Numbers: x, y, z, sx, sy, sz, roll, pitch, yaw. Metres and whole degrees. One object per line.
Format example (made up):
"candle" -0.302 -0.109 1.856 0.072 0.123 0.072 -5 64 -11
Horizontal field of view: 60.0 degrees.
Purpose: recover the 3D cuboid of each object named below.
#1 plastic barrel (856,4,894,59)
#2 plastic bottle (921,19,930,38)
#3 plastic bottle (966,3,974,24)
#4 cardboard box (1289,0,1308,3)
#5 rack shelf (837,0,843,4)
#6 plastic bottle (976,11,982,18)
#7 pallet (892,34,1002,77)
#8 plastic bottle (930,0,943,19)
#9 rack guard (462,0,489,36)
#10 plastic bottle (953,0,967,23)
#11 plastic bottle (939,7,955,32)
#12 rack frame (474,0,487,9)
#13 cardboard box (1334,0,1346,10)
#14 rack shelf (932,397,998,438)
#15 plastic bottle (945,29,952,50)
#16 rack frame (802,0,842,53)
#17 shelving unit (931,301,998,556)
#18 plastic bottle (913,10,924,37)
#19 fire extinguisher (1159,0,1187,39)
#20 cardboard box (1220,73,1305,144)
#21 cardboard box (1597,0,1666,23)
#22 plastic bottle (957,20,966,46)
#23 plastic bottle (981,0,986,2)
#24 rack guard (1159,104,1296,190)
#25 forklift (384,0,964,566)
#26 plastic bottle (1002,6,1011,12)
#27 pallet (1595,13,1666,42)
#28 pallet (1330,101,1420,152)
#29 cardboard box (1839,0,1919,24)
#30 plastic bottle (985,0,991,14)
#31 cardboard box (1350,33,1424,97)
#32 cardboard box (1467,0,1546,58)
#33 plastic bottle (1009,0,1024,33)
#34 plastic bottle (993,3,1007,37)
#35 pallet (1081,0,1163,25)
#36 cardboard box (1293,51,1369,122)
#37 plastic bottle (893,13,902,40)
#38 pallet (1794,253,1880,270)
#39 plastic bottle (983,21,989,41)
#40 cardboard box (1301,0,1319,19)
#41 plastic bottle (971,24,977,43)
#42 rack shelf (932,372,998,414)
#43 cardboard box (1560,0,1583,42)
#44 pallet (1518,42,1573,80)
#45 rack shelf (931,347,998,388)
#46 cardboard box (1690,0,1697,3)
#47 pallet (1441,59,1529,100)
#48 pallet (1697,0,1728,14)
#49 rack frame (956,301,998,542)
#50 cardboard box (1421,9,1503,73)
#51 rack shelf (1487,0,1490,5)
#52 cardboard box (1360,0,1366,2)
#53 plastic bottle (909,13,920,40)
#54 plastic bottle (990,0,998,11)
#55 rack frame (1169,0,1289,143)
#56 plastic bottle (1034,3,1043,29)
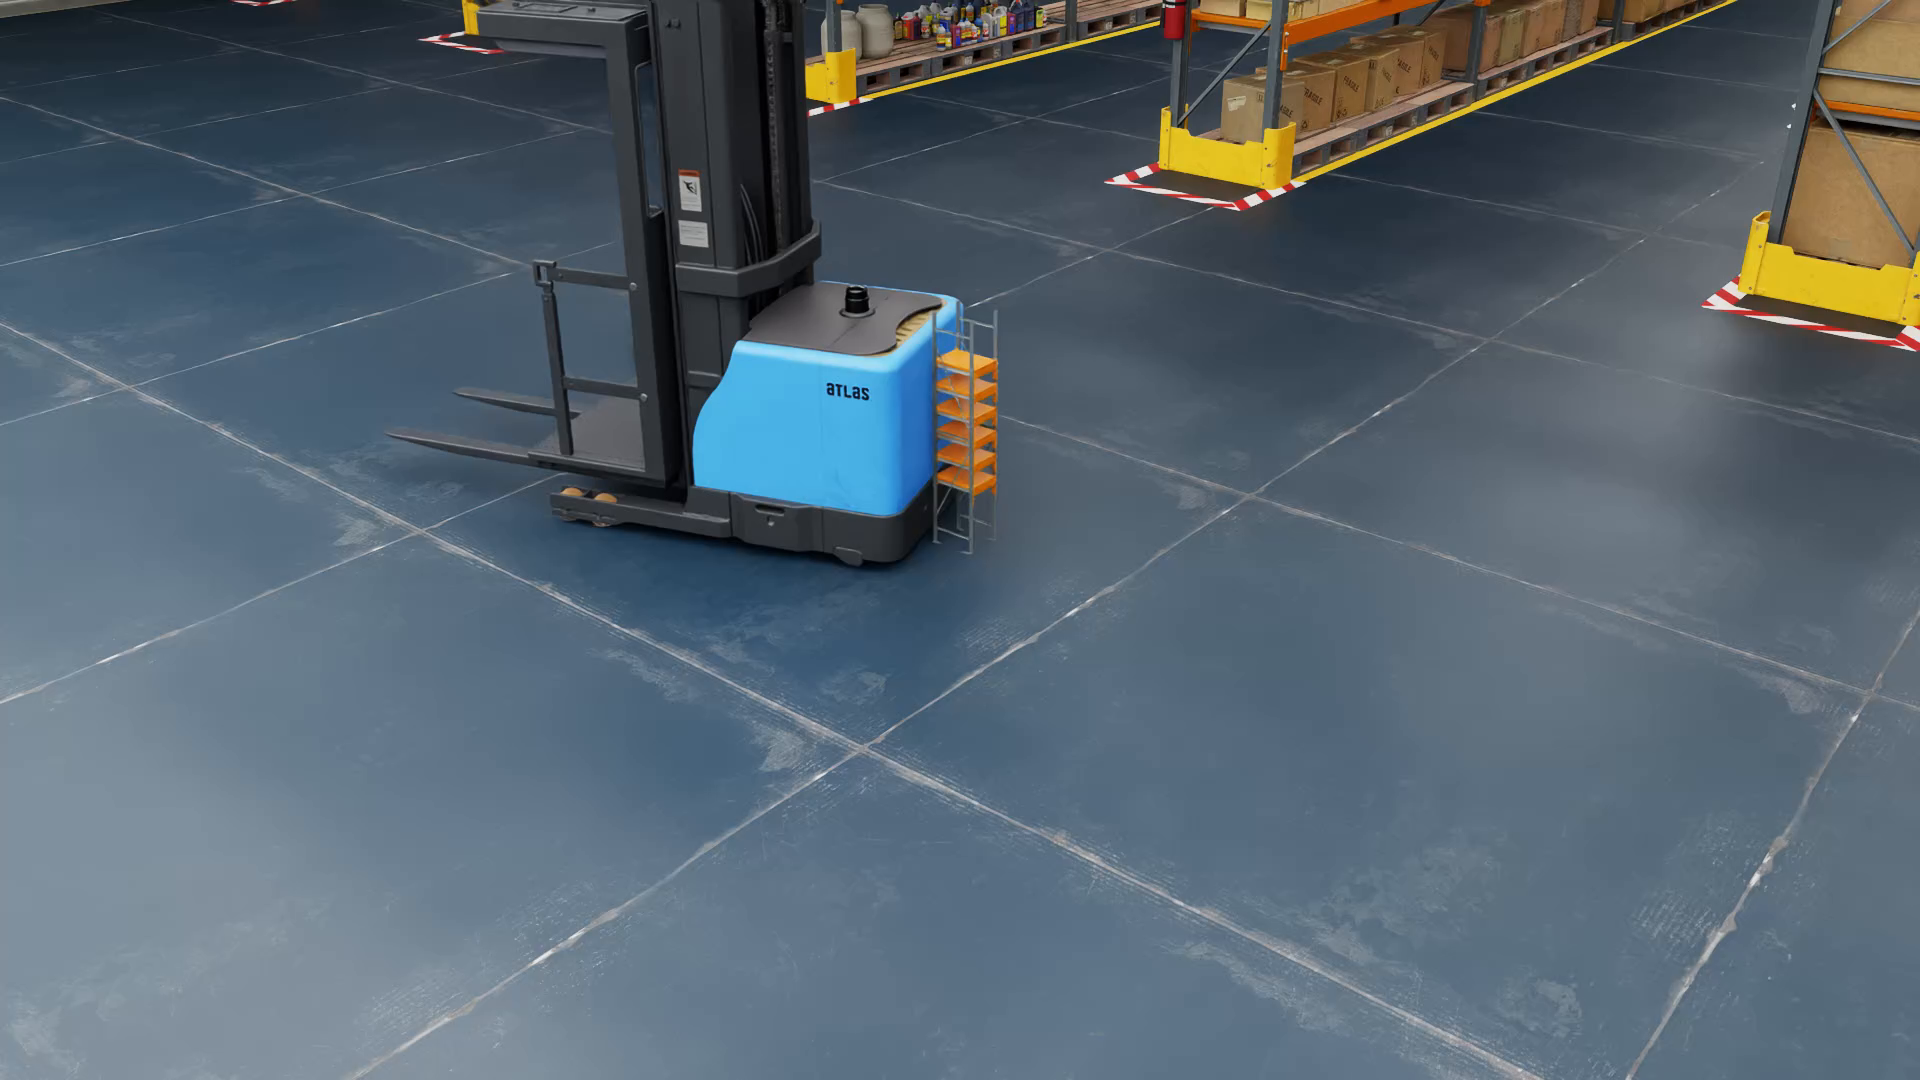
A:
"plastic barrel" -0.920 -5.419 17.710 0.421 0.512 0.421 0 27 0
"plastic bottle" -0.390 -5.736 18.640 0.097 0.201 0.097 0 27 0
"plastic bottle" 0.113 -6.054 19.178 0.097 0.271 0.097 0 27 0
"cardboard box" 2.595 -4.820 13.869 0.875 0.500 0.500 21 34 34
"rack shelf" -0.326 -6.293 17.934 1.077 0.370 4.000 21 34 34
"plastic bottle" 0.242 -5.790 18.656 0.061 0.283 0.133 21 34 34
"pallet" -0.289 -5.423 18.503 1.003 0.211 1.213 21 34 34
"plastic bottle" -0.278 -5.958 18.907 0.144 0.351 0.185 20 34 34
"rack guard" -5.433 -6.234 19.756 1.175 0.500 0.348 21 34 34
"plastic bottle" -0.008 -6.109 19.198 0.144 0.351 0.185 19 33 32
"plastic bottle" -0.148 -5.891 18.858 0.152 0.276 0.135 21 34 34
"rack frame" -5.418 -7.353 19.198 1.000 3.000 0.127 21 34 34
"cardboard box" 3.076 -4.638 14.224 0.380 0.149 0.250 21 34 34
"rack shelf" 0.023 -0.592 7.924 0.258 0.103 0.180 20 33 33
"plastic bottle" -0.139 -5.445 18.077 0.097 0.201 0.097 0 27 0
"rack frame" -1.598 -5.904 16.398 1.000 3.000 0.127 21 34 34
"shelving unit" 0.023 -0.525 7.958 0.258 1.200 0.189 20 33 33
"plastic bottle" -0.499 -5.799 18.681 0.152 0.276 0.135 20 33 33
"fire extinguisher" 1.795 -4.516 13.799 0.296 0.674 0.183 21 34 34
"cardboard box" 2.634 -3.749 14.496 0.500 0.500 0.500 -21 34 -35
"cardboard box" 7.767 -6.774 19.935 1.225 0.875 0.875 19 33 32
"plastic bottle" 0.014 -5.561 18.225 0.097 0.271 0.097 0 27 0
"plastic bottle" 0.221 -6.200 19.456 0.152 0.276 0.135 22 35 36
"rack guard" 2.272 -3.373 14.226 1.175 0.500 0.348 21 34 34
"forklift" -1.540 -1.582 8.118 3.031 2.935 1.130 9 29 18
"plastic bottle" 0.507 -5.961 18.994 0.152 0.276 0.135 21 34 34
"pallet" 7.872 -6.312 20.221 1.003 0.211 1.213 21 34 34
"pallet" 3.592 -3.953 15.661 1.003 0.211 1.213 21 34 34
"cardboard box" 6.253 -3.637 10.678 0.875 0.550 0.550 21 34 34
"plastic bottle" 0.303 -6.172 19.394 0.061 0.283 0.133 21 34 34
"cardboard box" 4.124 -4.615 16.170 0.500 0.500 0.500 -16 31 -28
"cardboard box" 5.849 -5.533 17.923 0.700 0.500 0.500 18 32 30
"plastic bottle" 0.637 -5.960 18.911 0.144 0.351 0.185 19 33 32
"plastic bottle" 0.431 -5.846 18.689 0.144 0.351 0.185 21 34 34
"pallet" 2.191 -6.808 21.180 1.003 0.211 1.213 21 34 34
"cardboard box" 3.400 -4.187 15.343 0.500 0.500 0.500 25 36 39
"plastic bottle" -0.708 -5.719 18.517 0.061 0.283 0.133 22 34 36
"pallet" 6.435 -2.039 11.961 1.003 0.211 1.213 21 34 34
"plastic bottle" 0.271 -5.673 18.518 0.097 0.201 0.097 0 27 0
"cardboard box" 2.763 -4.459 13.878 0.380 0.149 0.250 21 34 34
"plastic bottle" 0.140 -5.600 18.377 0.097 0.201 0.097 0 27 0
"rack shelf" 0.023 -0.698 7.868 0.258 0.103 0.180 20 33 33
"cardboard box" 6.559 -5.934 18.698 0.700 0.500 0.500 18 32 30
"pallet" 6.038 -5.347 18.356 1.003 0.211 1.213 21 34 34
"rack shelf" 0.023 -0.805 7.813 0.258 0.103 0.180 20 33 33
"cardboard box" 8.897 -7.404 21.153 1.225 0.875 0.875 19 33 33
"pallet" 5.262 -4.912 17.516 1.003 0.211 1.213 21 34 34
"pallet" 9.424 -7.177 21.893 1.003 0.211 1.213 21 34 34
"rack frame" 0.079 -0.558 8.023 0.240 1.200 0.006 20 33 33
"cardboard box" 5.175 -5.171 17.223 0.700 0.500 0.500 18 32 31
"rack shelf" 6.040 -6.264 17.877 1.077 0.370 4.000 21 34 34
"cardboard box" 3.379 -4.821 14.578 0.380 0.149 0.250 21 34 34
"plastic bottle" -0.504 -5.722 18.524 0.061 0.283 0.133 21 34 34
"plastic bottle" 0.405 -6.321 19.694 0.097 0.271 0.097 0 27 0
"rack frame" 2.224 -4.456 13.599 1.000 3.000 0.127 21 34 34
"plastic bottle" 0.895 -6.044 19.146 0.061 0.283 0.133 23 35 37
